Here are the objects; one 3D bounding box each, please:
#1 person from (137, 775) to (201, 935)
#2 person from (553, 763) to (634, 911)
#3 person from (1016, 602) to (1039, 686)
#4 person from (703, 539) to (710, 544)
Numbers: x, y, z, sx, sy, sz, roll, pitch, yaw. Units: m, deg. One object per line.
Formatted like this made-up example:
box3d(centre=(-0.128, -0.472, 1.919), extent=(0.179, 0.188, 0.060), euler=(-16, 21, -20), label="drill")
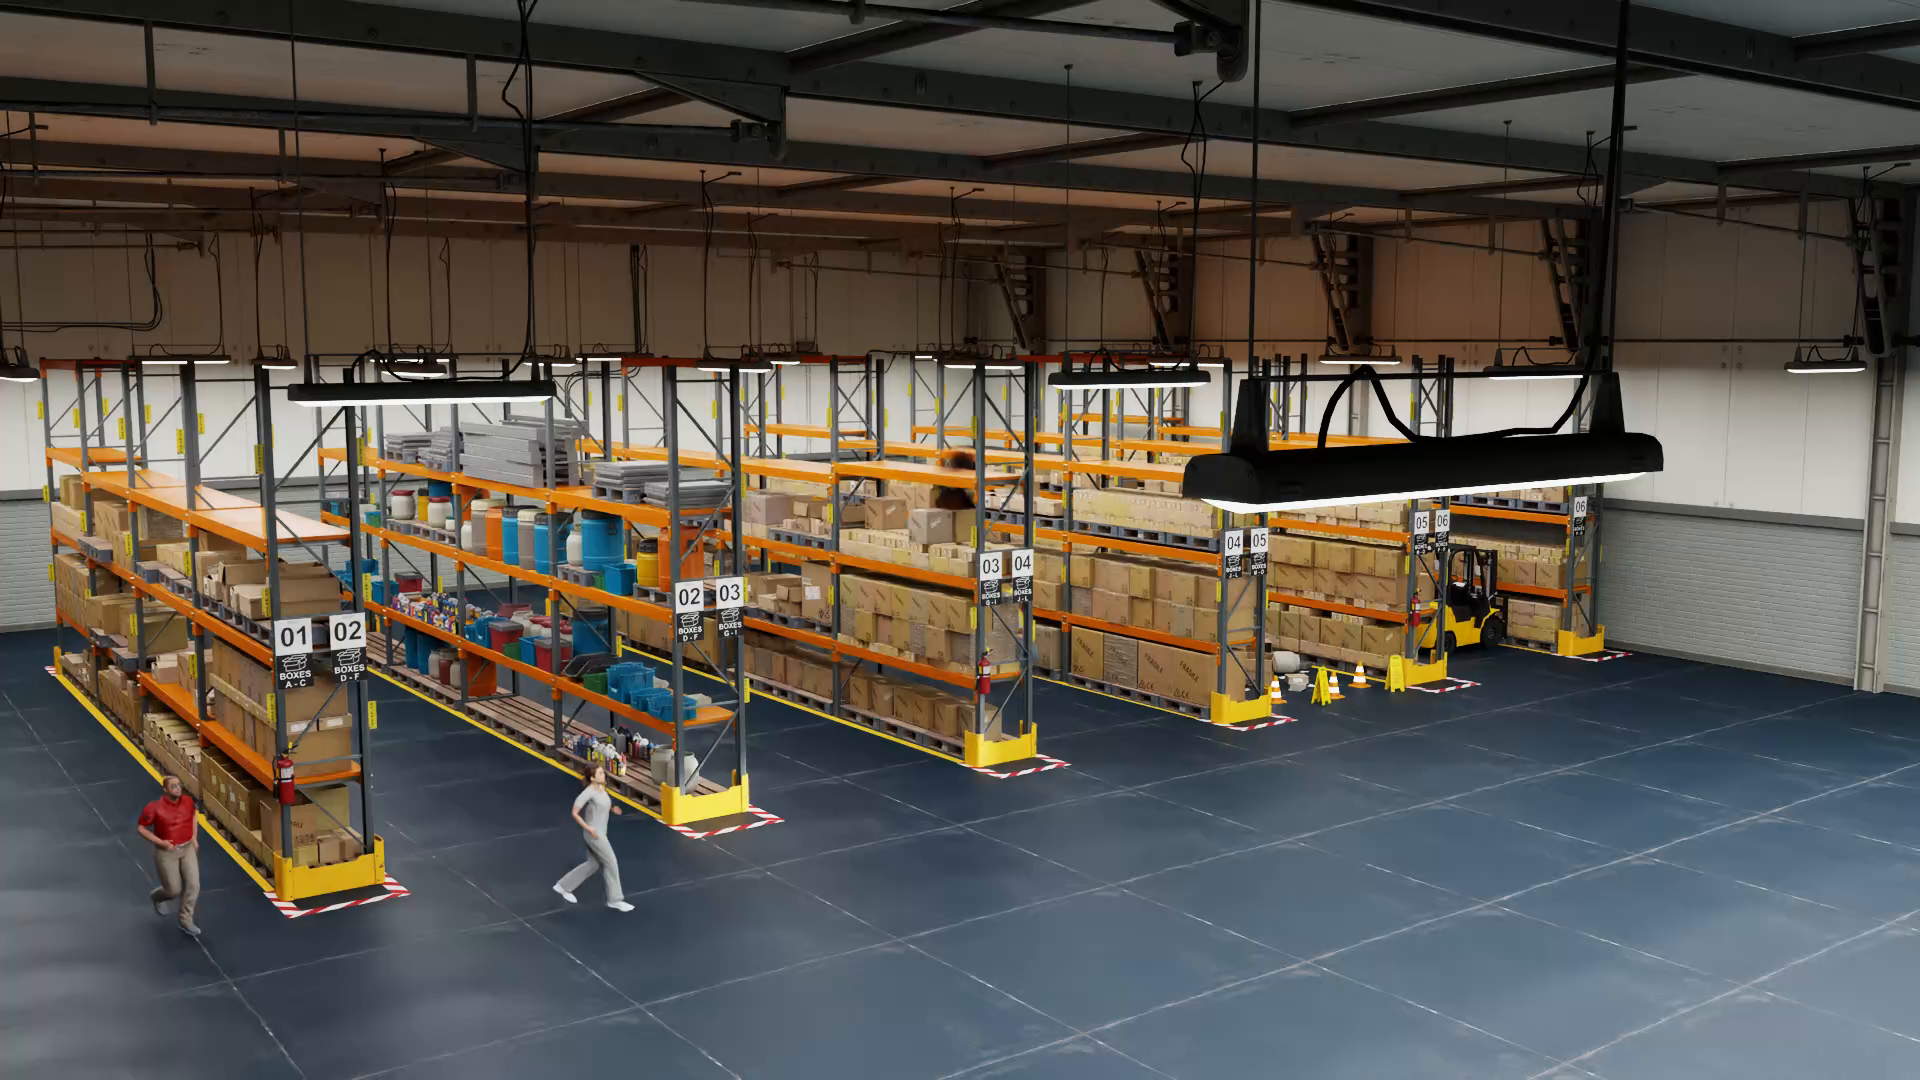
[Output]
box3d(centre=(-8.466, 3.365, 17.883), extent=(0.739, 1.716, 0.699), euler=(5, 8, 36), label="person")
box3d(centre=(-4.082, 3.292, 18.479), extent=(0.892, 1.681, 0.557), euler=(0, 7, -2), label="person")
box3d(centre=(1.104, 1.734, 29.622), extent=(0.760, 1.721, 0.557), euler=(-7, 10, -44), label="person")
box3d(centre=(-6.260, 0.713, 40.905), extent=(0.601, 1.424, 0.805), euler=(6, 9, 42), label="person")
